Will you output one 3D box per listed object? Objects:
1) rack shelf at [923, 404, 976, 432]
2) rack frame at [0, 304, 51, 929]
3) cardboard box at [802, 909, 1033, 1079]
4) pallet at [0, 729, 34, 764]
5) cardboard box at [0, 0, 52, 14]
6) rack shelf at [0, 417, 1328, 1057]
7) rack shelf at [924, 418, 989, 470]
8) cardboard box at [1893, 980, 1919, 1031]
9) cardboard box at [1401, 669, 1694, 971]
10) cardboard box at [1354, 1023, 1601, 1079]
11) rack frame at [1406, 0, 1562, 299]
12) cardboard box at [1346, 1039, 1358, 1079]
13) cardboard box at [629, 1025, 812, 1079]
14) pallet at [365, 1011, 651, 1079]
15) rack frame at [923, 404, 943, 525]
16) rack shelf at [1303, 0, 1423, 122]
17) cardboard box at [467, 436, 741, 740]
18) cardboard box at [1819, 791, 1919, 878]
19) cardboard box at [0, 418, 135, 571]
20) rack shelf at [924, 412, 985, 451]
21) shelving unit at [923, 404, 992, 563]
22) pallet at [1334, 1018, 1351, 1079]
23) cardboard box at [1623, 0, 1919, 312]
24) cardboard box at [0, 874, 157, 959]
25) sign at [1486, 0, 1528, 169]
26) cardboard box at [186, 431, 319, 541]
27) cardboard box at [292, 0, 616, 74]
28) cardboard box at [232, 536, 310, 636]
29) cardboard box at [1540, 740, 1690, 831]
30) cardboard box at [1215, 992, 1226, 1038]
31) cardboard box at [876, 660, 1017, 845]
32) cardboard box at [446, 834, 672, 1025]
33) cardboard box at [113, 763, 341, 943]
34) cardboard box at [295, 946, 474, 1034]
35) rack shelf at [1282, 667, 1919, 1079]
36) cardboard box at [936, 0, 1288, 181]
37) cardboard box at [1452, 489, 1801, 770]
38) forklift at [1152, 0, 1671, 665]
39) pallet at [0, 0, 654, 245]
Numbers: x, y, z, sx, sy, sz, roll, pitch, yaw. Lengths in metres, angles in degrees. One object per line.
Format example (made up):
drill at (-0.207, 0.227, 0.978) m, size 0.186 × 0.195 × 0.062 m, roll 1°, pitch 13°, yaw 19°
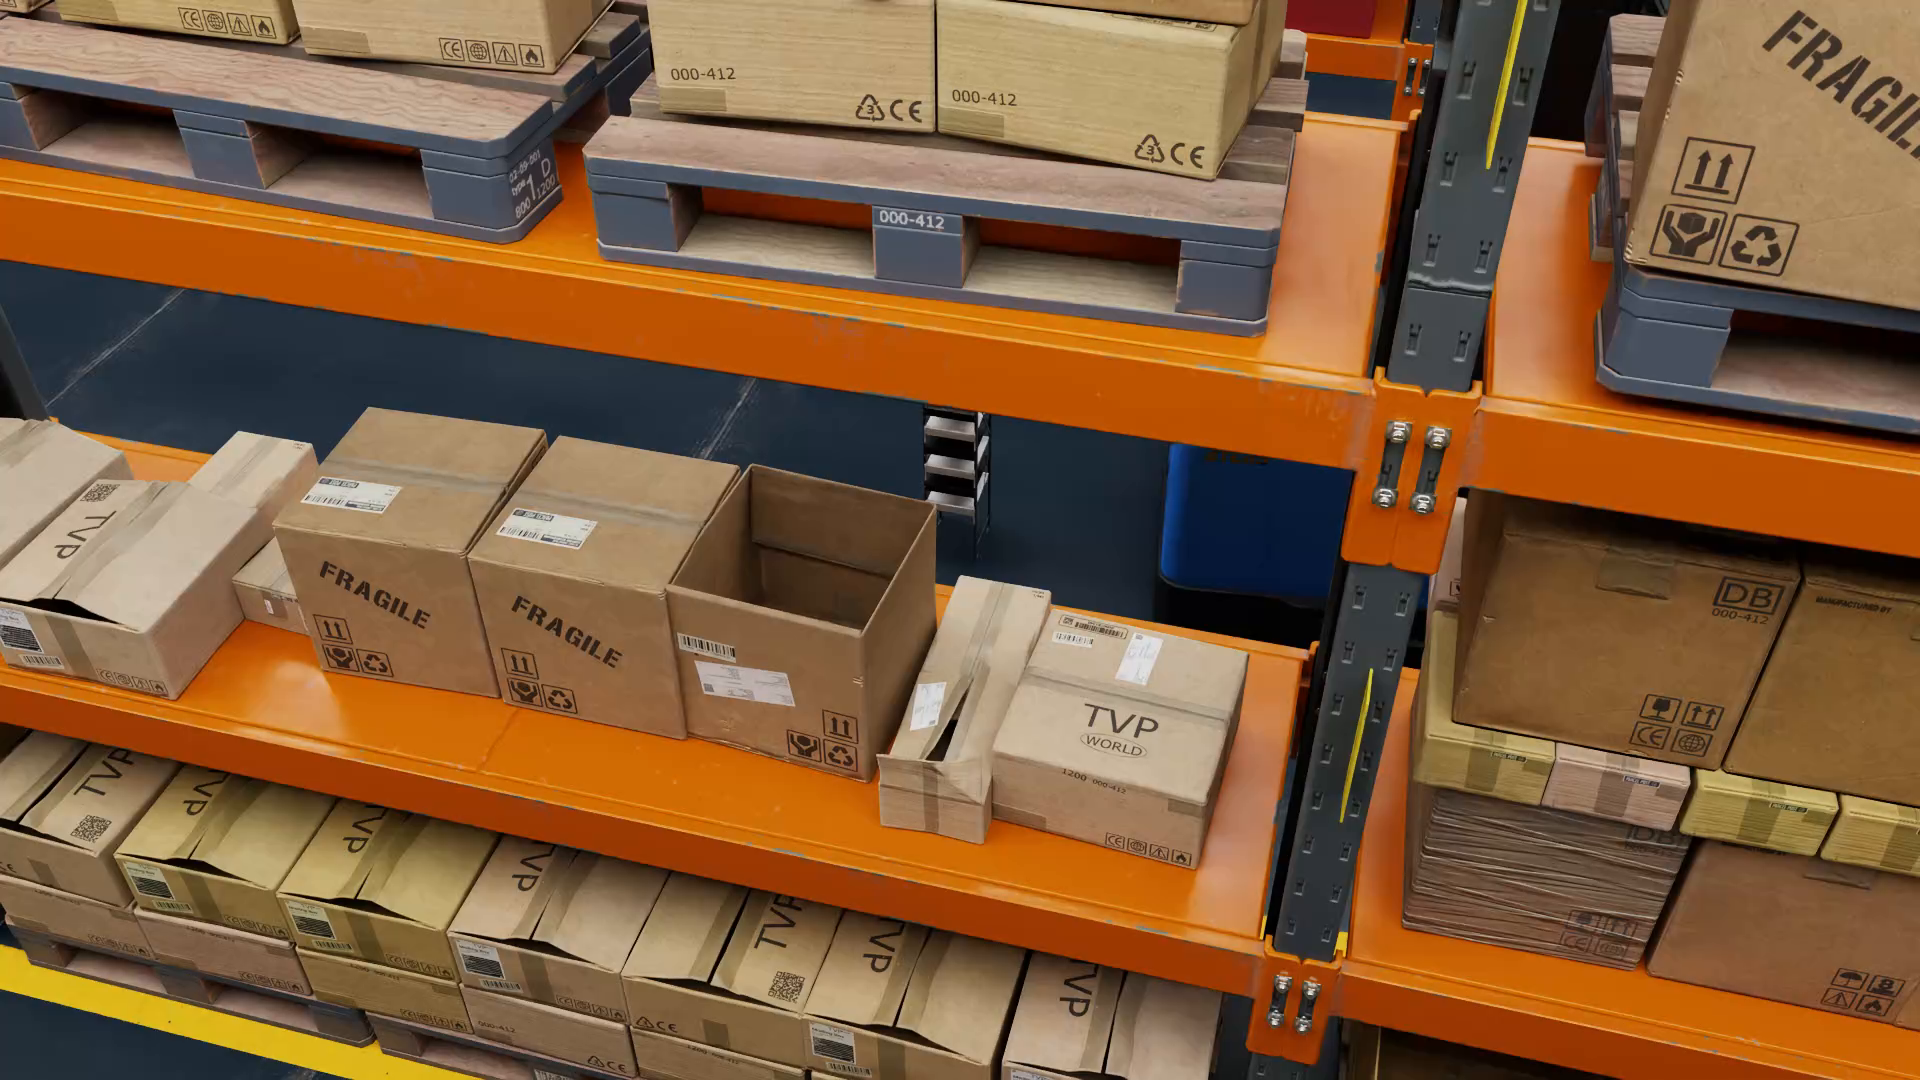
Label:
rack shelf at (-0.008, -0.527, 6.310) m, size 0.200 × 0.077 × 0.258 m, roll 10°, pitch 41°, yaw 11°
rack frame at (-2.991, -0.203, 4.660) m, size 0.127 × 3.000 × 1.000 m, roll 10°, pitch 41°, yaw 11°
cardboard box at (-0.096, 1.167, 4.403) m, size 0.500 × 0.311 × 0.500 m, roll 11°, pitch 41°, yaw 13°
pallet at (-3.702, 0.717, 5.732) m, size 1.213 × 0.211 × 1.003 m, roll 10°, pitch 41°, yaw 11°
cardboard box at (-2.027, -1.339, 3.470) m, size 0.500 × 0.250 × 0.500 m, roll 11°, pitch 41°, yaw 13°
rack shelf at (-1.059, 0.405, 4.495) m, size 4.000 × 0.370 × 1.077 m, roll 10°, pitch 41°, yaw 11°
rack shelf at (-0.008, -0.389, 6.426) m, size 0.200 × 0.077 × 0.258 m, roll 10°, pitch 41°, yaw 11°
cardboard box at (2.299, 0.663, 3.551) m, size 0.500 × 0.500 × 0.700 m, roll 10°, pitch 41°, yaw 12°
cardboard box at (1.304, 0.493, 3.753) m, size 0.500 × 0.500 × 0.700 m, roll 9°, pitch 41°, yaw 10°
cardboard box at (1.240, 1.338, 4.053) m, size 0.500 × 0.500 × 0.500 m, roll 10°, pitch 41°, yaw 11°
rack frame at (0.873, -1.836, 1.939) m, size 0.127 × 3.000 × 1.000 m, roll 10°, pitch 41°, yaw 11°
cardboard box at (1.243, 1.619, 4.301) m, size 0.500 × 0.250 × 0.500 m, roll 10°, pitch 41°, yaw 11°
cardboard box at (-0.585, 1.295, 4.687) m, size 0.500 × 0.250 × 0.500 m, roll 11°, pitch 41°, yaw 12°
pallet at (-1.031, 1.230, 5.122) m, size 1.213 × 0.211 × 1.003 m, roll 10°, pitch 41°, yaw 11°
rack frame at (-0.106, -0.363, 6.482) m, size 0.006 × 0.900 × 0.240 m, roll 10°, pitch 41°, yaw 11°
rack shelf at (0.225, -2.672, 8.159) m, size 4.000 × 0.370 × 1.077 m, roll 10°, pitch 41°, yaw 11°
cardboard box at (-0.857, 0.115, 4.203) m, size 0.500 × 0.500 × 0.500 m, roll 10°, pitch 41°, yaw 11°
cardboard box at (1.829, 0.466, 3.281) m, size 0.250 × 0.149 × 0.380 m, roll 9°, pitch 41°, yaw 11°
cardboard box at (-2.651, -0.082, 4.584) m, size 0.500 × 0.311 × 0.500 m, roll 12°, pitch 42°, yaw 14°
rack shelf at (-0.008, -0.458, 6.368) m, size 0.200 × 0.077 × 0.258 m, roll 10°, pitch 41°, yaw 11°
shelving unit at (-0.008, -0.346, 6.462) m, size 0.210 × 0.900 × 0.258 m, roll 10°, pitch 41°, yaw 11°
pallet at (1.631, 1.688, 4.576) m, size 1.213 × 0.211 × 1.003 m, roll 10°, pitch 41°, yaw 11°
cardboard box at (1.292, -0.692, 2.396) m, size 0.500 × 0.500 × 0.500 m, roll 13°, pitch 42°, yaw 15°
cardboard box at (-2.561, 0.958, 5.088) m, size 0.500 × 0.250 × 0.500 m, roll 10°, pitch 41°, yaw 11°
sign at (0.743, -0.667, 2.233) m, size 0.005 × 0.325 × 0.100 m, roll 10°, pitch 41°, yaw 11°
cardboard box at (-2.050, -0.129, 4.767) m, size 0.250 × 0.149 × 0.380 m, roll 10°, pitch 41°, yaw 11°
cardboard box at (-0.958, -1.146, 3.240) m, size 0.500 × 0.250 × 0.500 m, roll 7°, pitch 40°, yaw 8°
cardboard box at (-1.744, 0.070, 4.530) m, size 0.250 × 0.149 × 0.380 m, roll 13°, pitch 42°, yaw 15°
cardboard box at (1.325, 0.381, 3.381) m, size 0.250 × 0.149 × 0.380 m, roll 10°, pitch 41°, yaw 12°
cardboard box at (0.548, 1.133, 4.880) m, size 0.500 × 0.250 × 0.500 m, roll 9°, pitch 41°, yaw 10°
cardboard box at (-0.023, 0.481, 3.949) m, size 0.258 × 0.266 × 0.396 m, roll 9°, pitch 41°, yaw 10°
cardboard box at (-1.062, 0.997, 4.606) m, size 0.500 × 0.311 × 0.500 m, roll 9°, pitch 41°, yaw 11°
cardboard box at (-2.051, 0.826, 4.810) m, size 0.500 × 0.311 × 0.500 m, roll 9°, pitch 41°, yaw 10°
cardboard box at (-1.571, 1.124, 4.891) m, size 0.500 × 0.250 × 0.500 m, roll 9°, pitch 41°, yaw 10°
rack shelf at (2.805, 1.069, 3.704) m, size 4.000 × 0.370 × 1.077 m, roll 10°, pitch 41°, yaw 11°
cardboard box at (0.281, -0.899, 2.946) m, size 0.500 × 0.250 × 0.500 m, roll 14°, pitch 42°, yaw 16°
cardboard box at (1.304, -0.004, 3.336) m, size 0.500 × 0.500 × 0.700 m, roll 10°, pitch 41°, yaw 12°
forklift at (2.287, -0.914, 5.559) m, size 3.031 × 2.935 × 1.130 m, roll 5°, pitch 40°, yaw 6°
pallet at (-1.231, -1.038, 3.469) m, size 1.213 × 0.211 × 1.003 m, roll 12°, pitch 41°, yaw 13°
